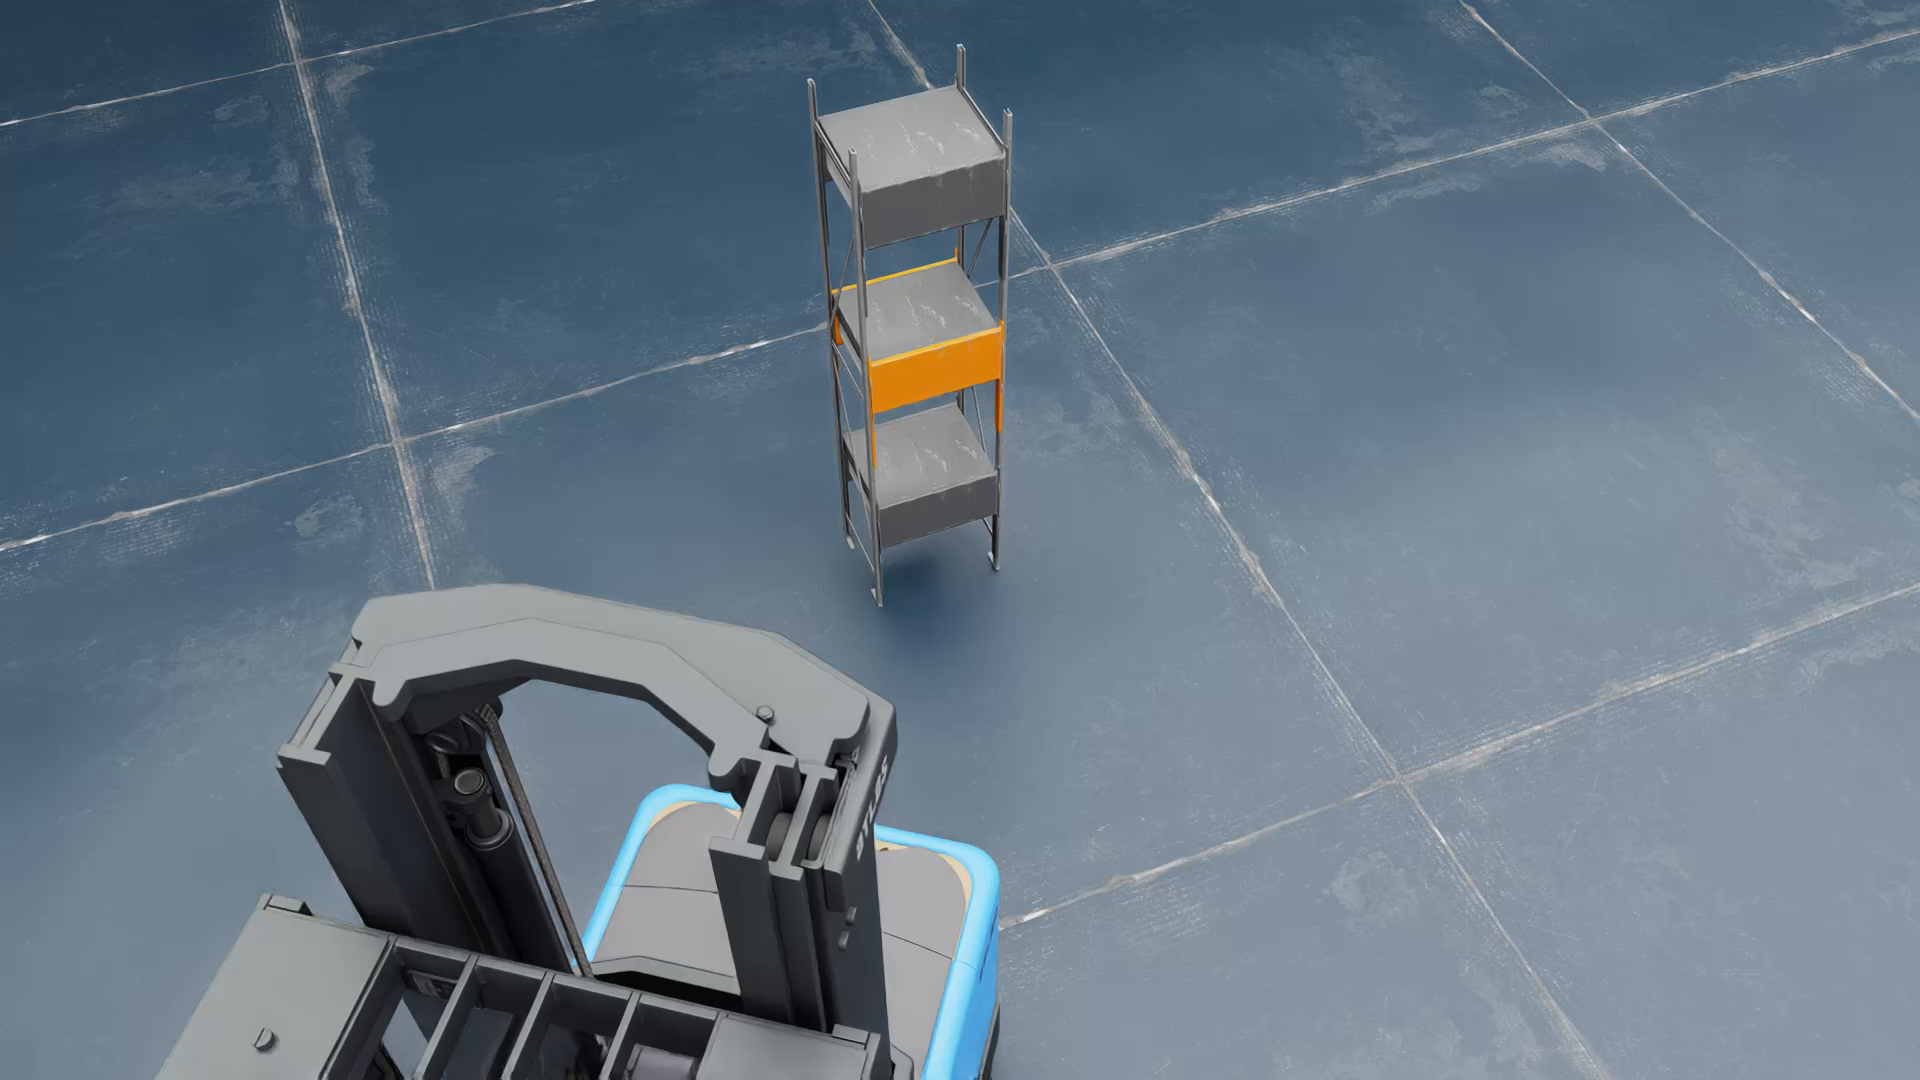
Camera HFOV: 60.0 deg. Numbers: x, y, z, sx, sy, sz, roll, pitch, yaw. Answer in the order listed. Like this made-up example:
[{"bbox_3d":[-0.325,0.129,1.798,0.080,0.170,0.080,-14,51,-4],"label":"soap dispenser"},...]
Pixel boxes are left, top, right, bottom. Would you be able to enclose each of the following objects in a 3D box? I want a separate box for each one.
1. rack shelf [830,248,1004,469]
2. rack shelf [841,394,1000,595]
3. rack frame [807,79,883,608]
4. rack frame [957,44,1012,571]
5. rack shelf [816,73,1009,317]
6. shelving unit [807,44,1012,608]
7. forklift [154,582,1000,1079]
[{"bbox_3d":[-0.153,-0.628,5.764,0.480,0.518,0.431,-17,52,-14],"label":"rack shelf"},{"bbox_3d":[-0.153,-0.172,6.295,0.480,0.518,0.431,-17,52,-14],"label":"rack shelf"},{"bbox_3d":[-0.379,-0.567,5.693,0.015,2.100,0.400,-17,52,-14],"label":"rack frame"},{"bbox_3d":[0.073,-0.707,5.814,0.015,2.100,0.400,-17,52,-14],"label":"rack frame"},{"bbox_3d":[-0.153,-1.084,5.233,0.480,0.518,0.431,-17,52,-14],"label":"rack shelf"},{"bbox_3d":[-0.153,-0.637,5.753,0.503,2.100,0.431,-17,52,-14],"label":"shelving unit"},{"bbox_3d":[-0.722,1.583,3.300,1.130,2.935,3.031,10,50,9],"label":"forklift"}]
